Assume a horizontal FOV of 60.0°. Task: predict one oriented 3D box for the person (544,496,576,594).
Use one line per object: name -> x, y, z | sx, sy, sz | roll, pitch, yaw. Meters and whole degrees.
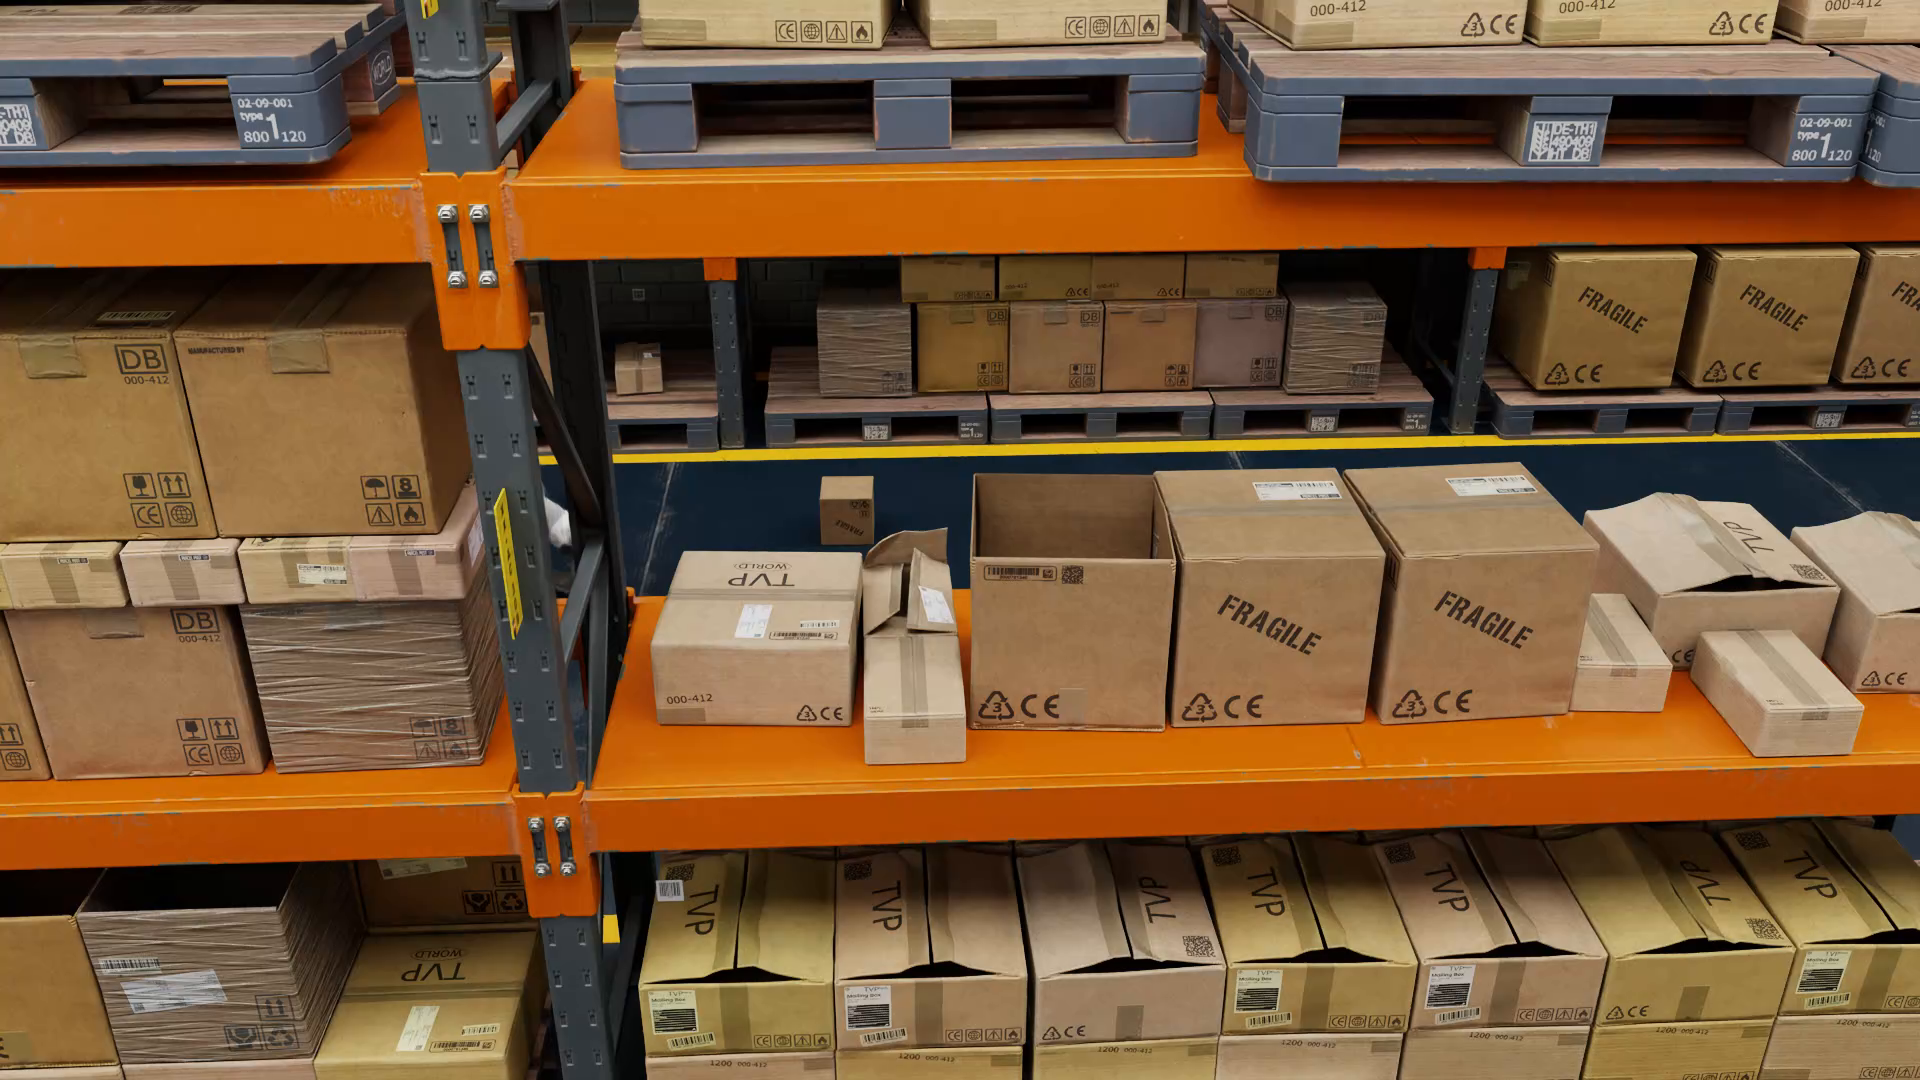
person -> -2.101, -0.469, 7.015 | 1.089, 1.735, 0.538 | -2, 27, -3
